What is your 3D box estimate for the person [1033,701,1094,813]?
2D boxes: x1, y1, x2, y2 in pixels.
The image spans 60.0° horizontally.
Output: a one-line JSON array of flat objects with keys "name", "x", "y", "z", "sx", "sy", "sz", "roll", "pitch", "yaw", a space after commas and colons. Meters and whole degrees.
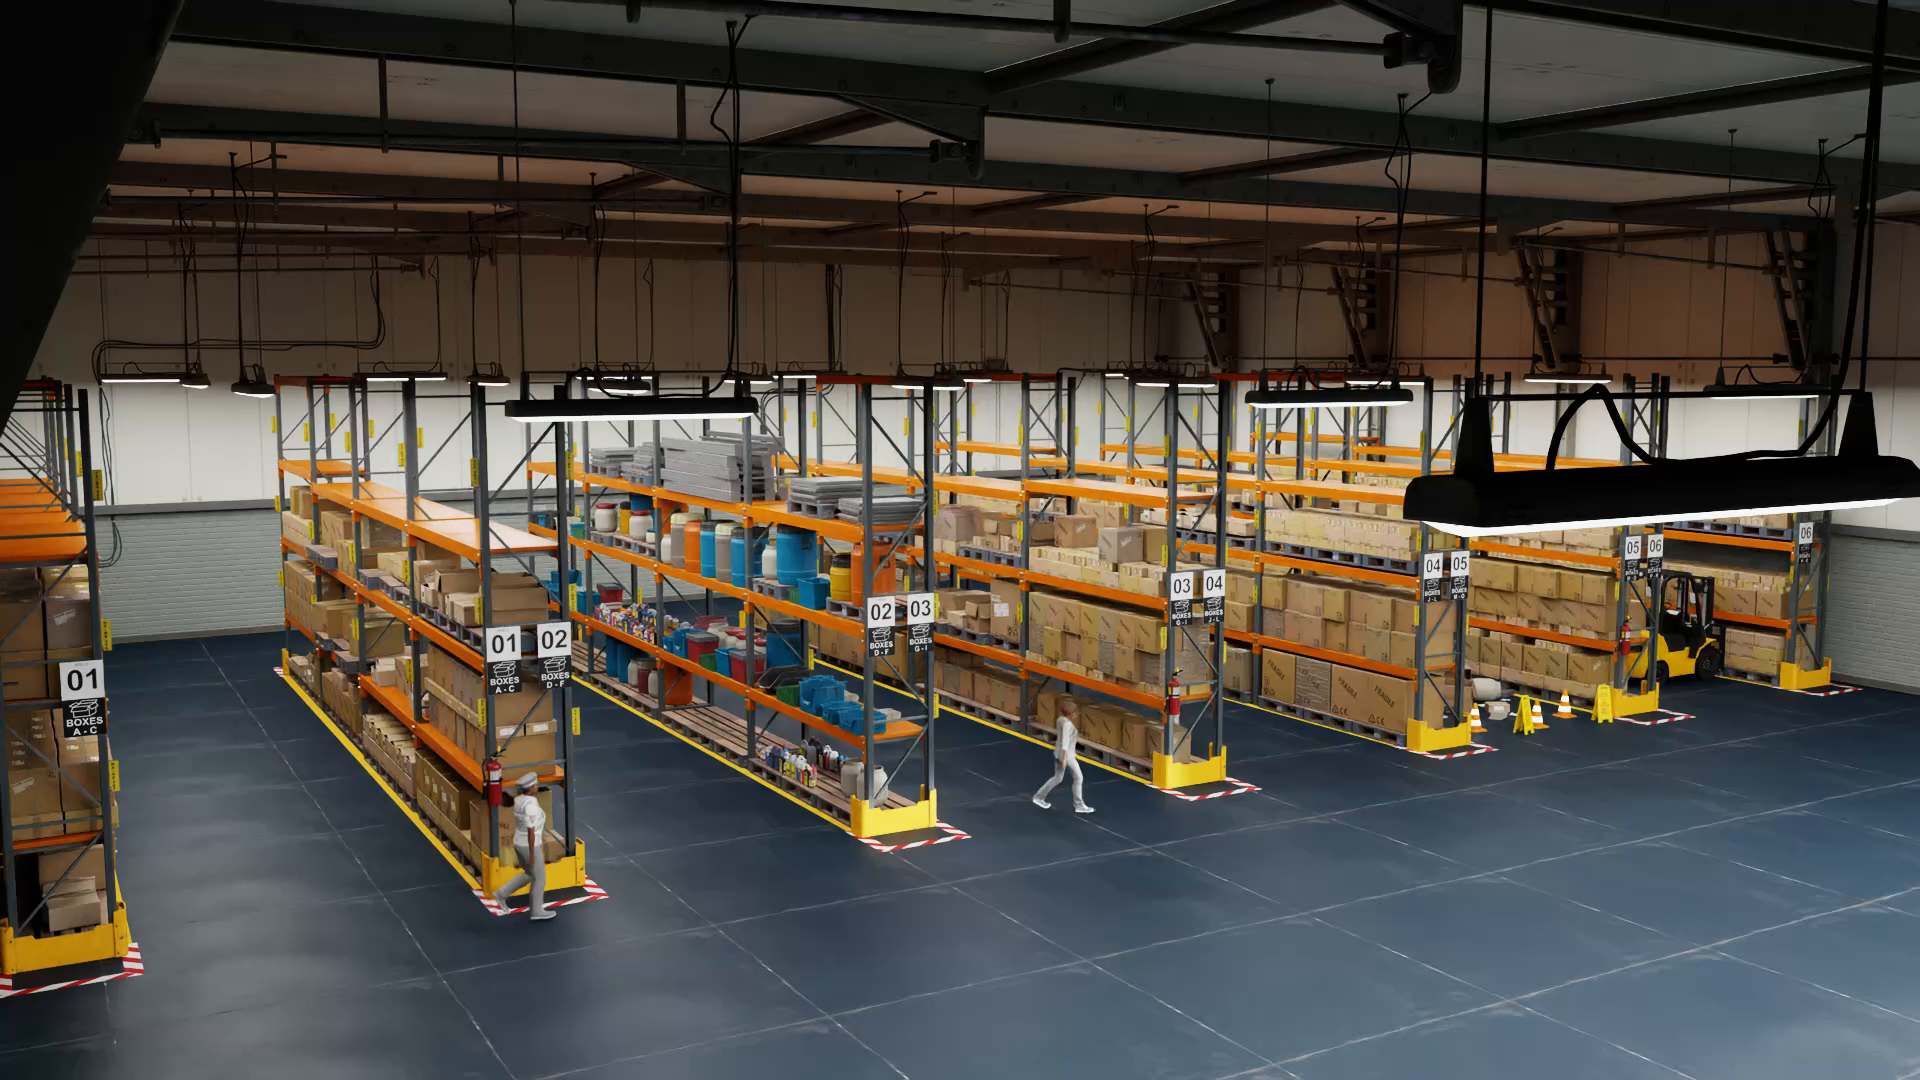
[{"name": "person", "x": 1.444, "y": 3.020, "z": 23.203, "sx": 0.785, "sy": 1.560, "sz": 0.429, "roll": -2, "pitch": 7, "yaw": -16}]

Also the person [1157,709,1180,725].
[{"name": "person", "x": 3.436, "y": 2.402, "z": 27.806, "sx": 0.596, "sy": 1.776, "sz": 0.484, "roll": -2, "pitch": 7, "yaw": -18}]

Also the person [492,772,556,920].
[{"name": "person", "x": -4.909, "y": 3.444, "z": 18.683, "sx": 0.668, "sy": 1.669, "sz": 0.438, "roll": -3, "pitch": 7, "yaw": -25}]
